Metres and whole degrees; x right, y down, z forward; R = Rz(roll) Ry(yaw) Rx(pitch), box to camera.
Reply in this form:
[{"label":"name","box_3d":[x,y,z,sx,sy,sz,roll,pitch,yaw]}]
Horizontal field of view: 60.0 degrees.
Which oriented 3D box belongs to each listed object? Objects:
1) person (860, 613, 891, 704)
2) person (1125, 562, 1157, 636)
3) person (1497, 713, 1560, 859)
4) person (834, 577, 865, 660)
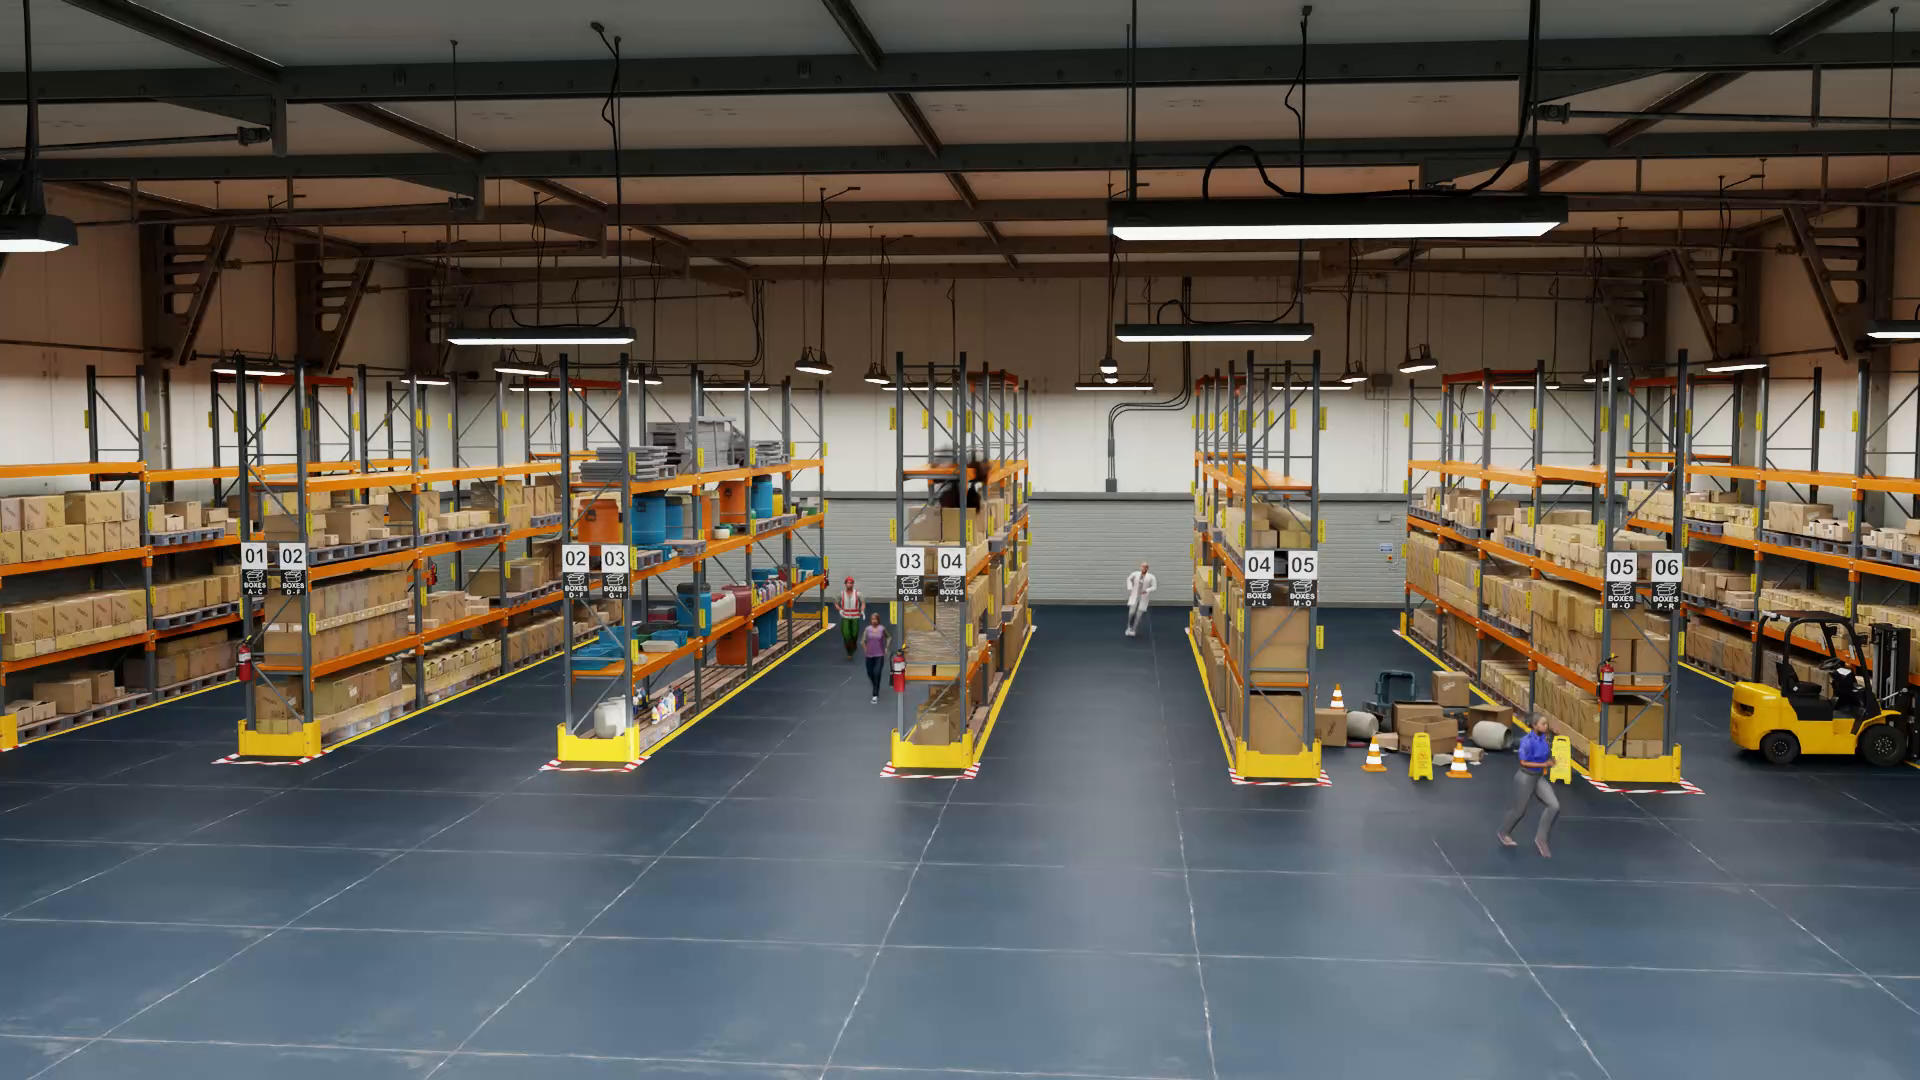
[{"label":"person","box_3d":[-1.510,2.095,29.835,0.546,1.587,0.813,0,4,3]},{"label":"person","box_3d":[4.219,1.381,38.719,0.730,1.737,0.660,1,4,10]},{"label":"person","box_3d":[6.592,2.820,19.252,0.599,1.680,0.828,-3,5,-36]},{"label":"person","box_3d":[-2.324,1.646,35.086,0.657,1.740,0.600,0,4,-2]}]
